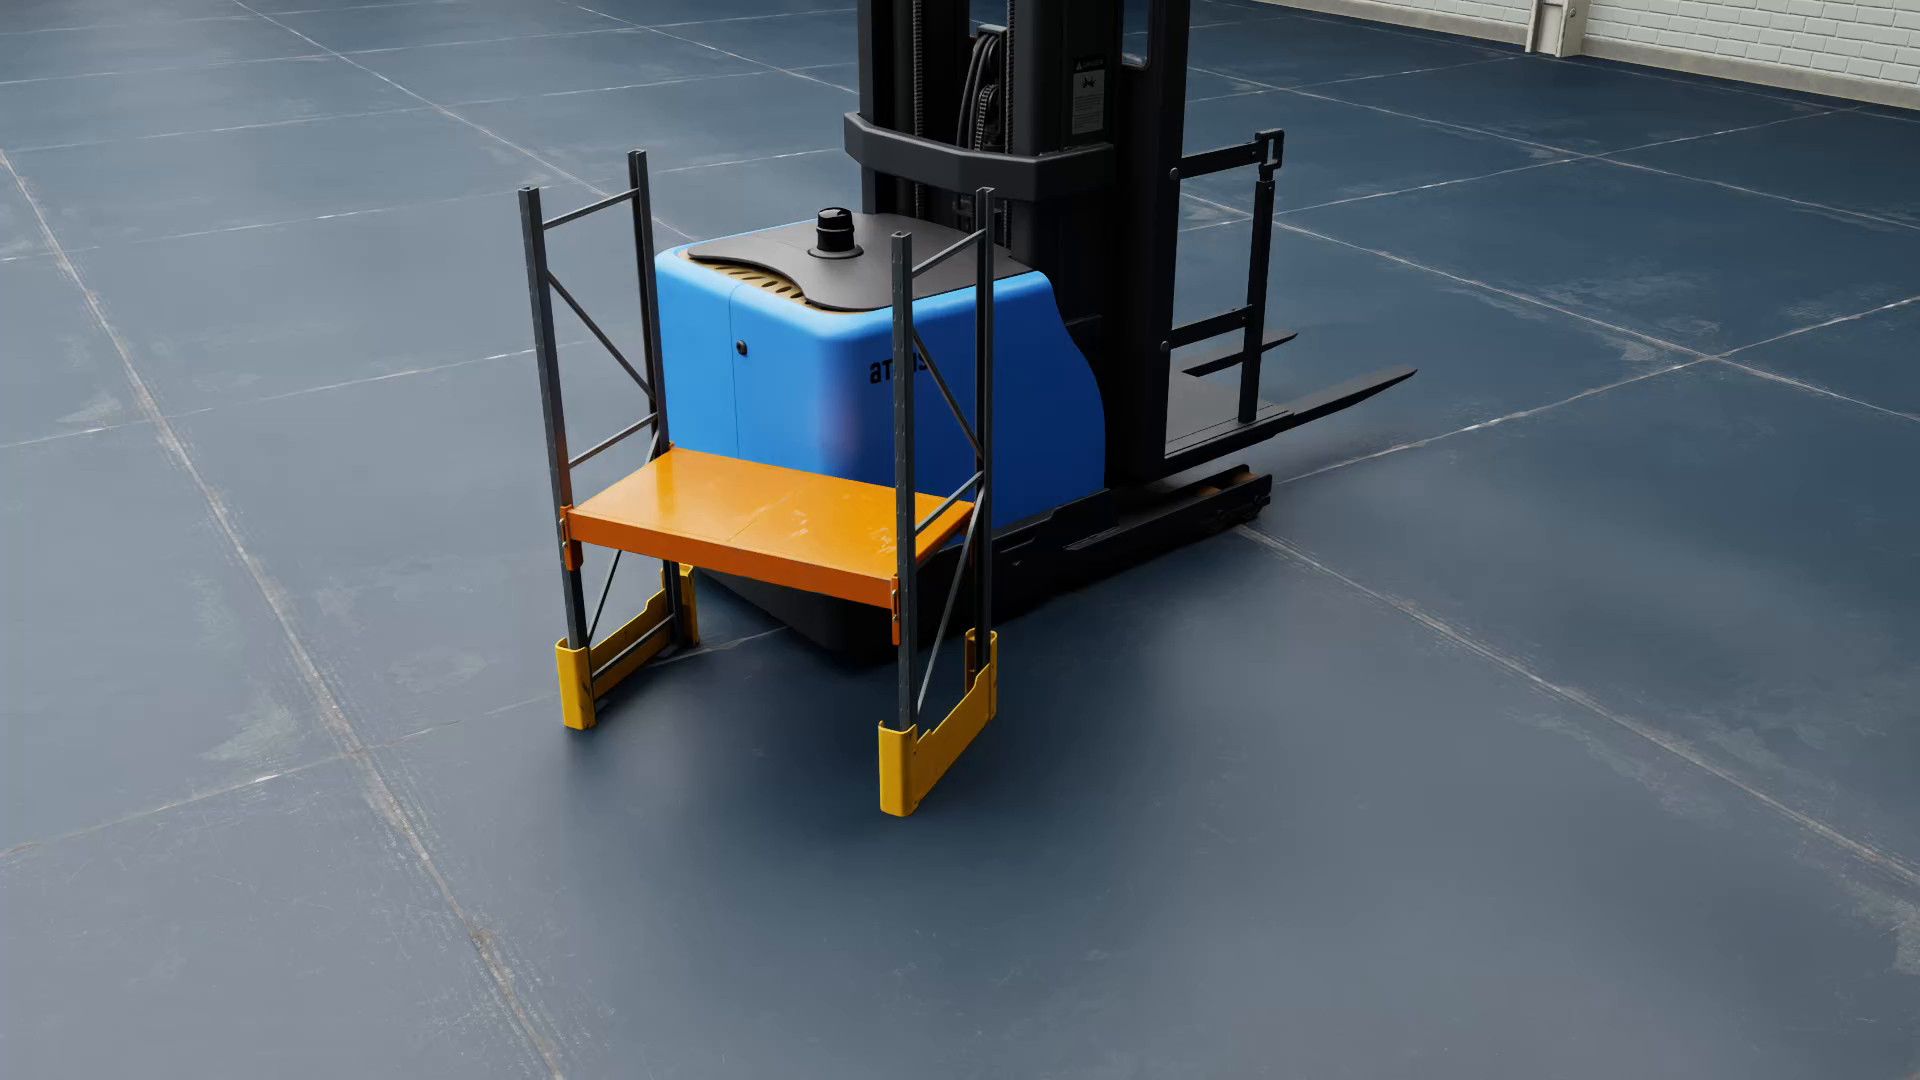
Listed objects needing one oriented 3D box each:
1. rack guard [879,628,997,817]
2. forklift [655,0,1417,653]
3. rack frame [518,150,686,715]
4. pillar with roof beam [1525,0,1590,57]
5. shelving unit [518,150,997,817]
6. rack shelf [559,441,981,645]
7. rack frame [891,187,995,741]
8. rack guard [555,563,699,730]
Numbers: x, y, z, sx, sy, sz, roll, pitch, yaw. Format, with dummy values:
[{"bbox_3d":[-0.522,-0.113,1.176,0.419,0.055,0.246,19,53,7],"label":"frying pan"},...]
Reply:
[{"bbox_3d":[-0.051,0.477,4.446,0.087,0.250,0.587,11,28,22],"label":"rack guard"},{"bbox_3d":[0.475,-1.499,5.493,3.031,2.935,1.130,-20,32,-36],"label":"forklift"},{"bbox_3d":[-0.956,-0.267,4.558,0.032,1.500,0.500,11,28,22],"label":"rack frame"},{"bbox_3d":[1.803,-7.509,11.114,9.100,9.000,0.400,-16,29,-30],"label":"pillar with roof beam"},{"bbox_3d":[-0.503,-0.178,4.369,1.083,1.500,0.587,11,28,22],"label":"shelving unit"},{"bbox_3d":[-0.495,-0.013,4.442,1.000,0.185,0.538,11,28,22],"label":"rack shelf"},{"bbox_3d":[-0.034,-0.085,4.172,0.032,1.500,0.500,11,28,22],"label":"rack frame"},{"bbox_3d":[-0.955,0.298,4.825,0.087,0.250,0.587,11,28,22],"label":"rack guard"}]
